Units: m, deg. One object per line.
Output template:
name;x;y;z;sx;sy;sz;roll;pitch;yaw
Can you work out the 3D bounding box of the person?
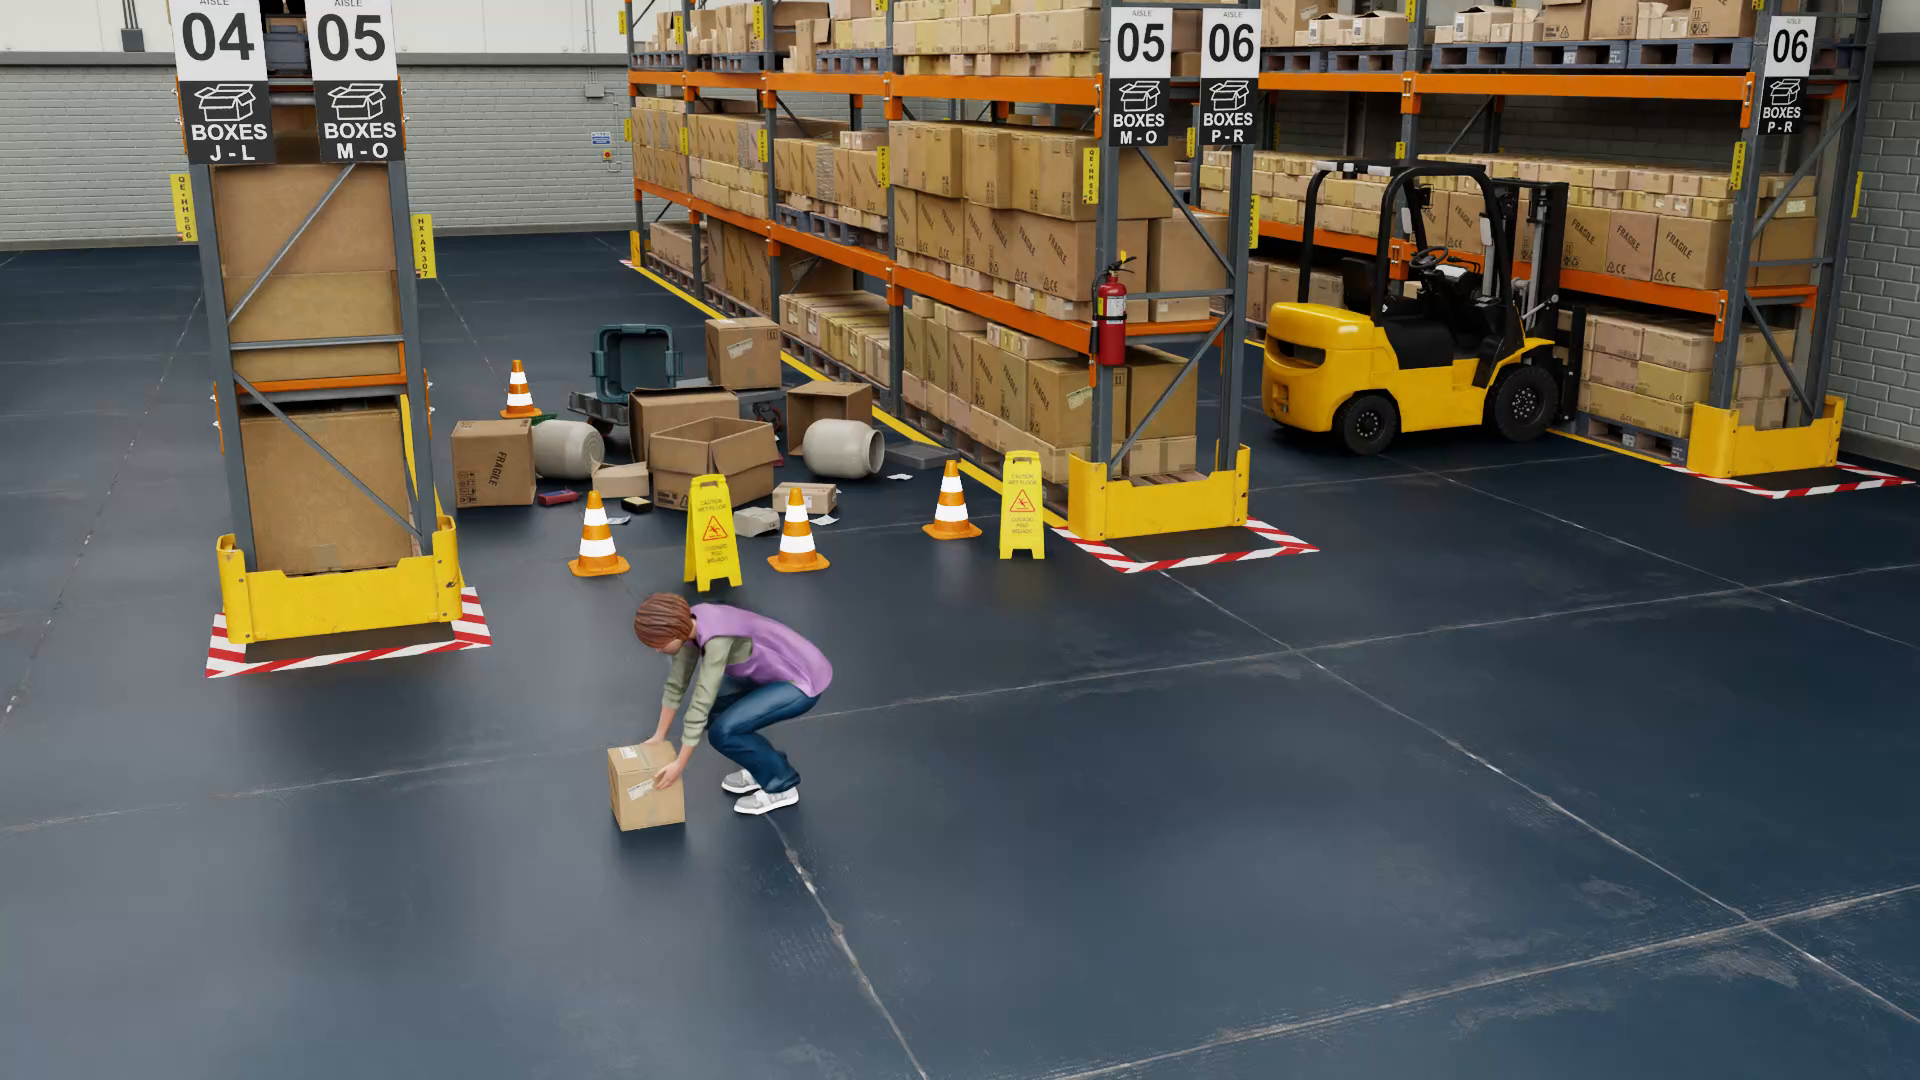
person;-0.886;0.620;6.598;0.788;0.927;0.448;-6;17;-20
